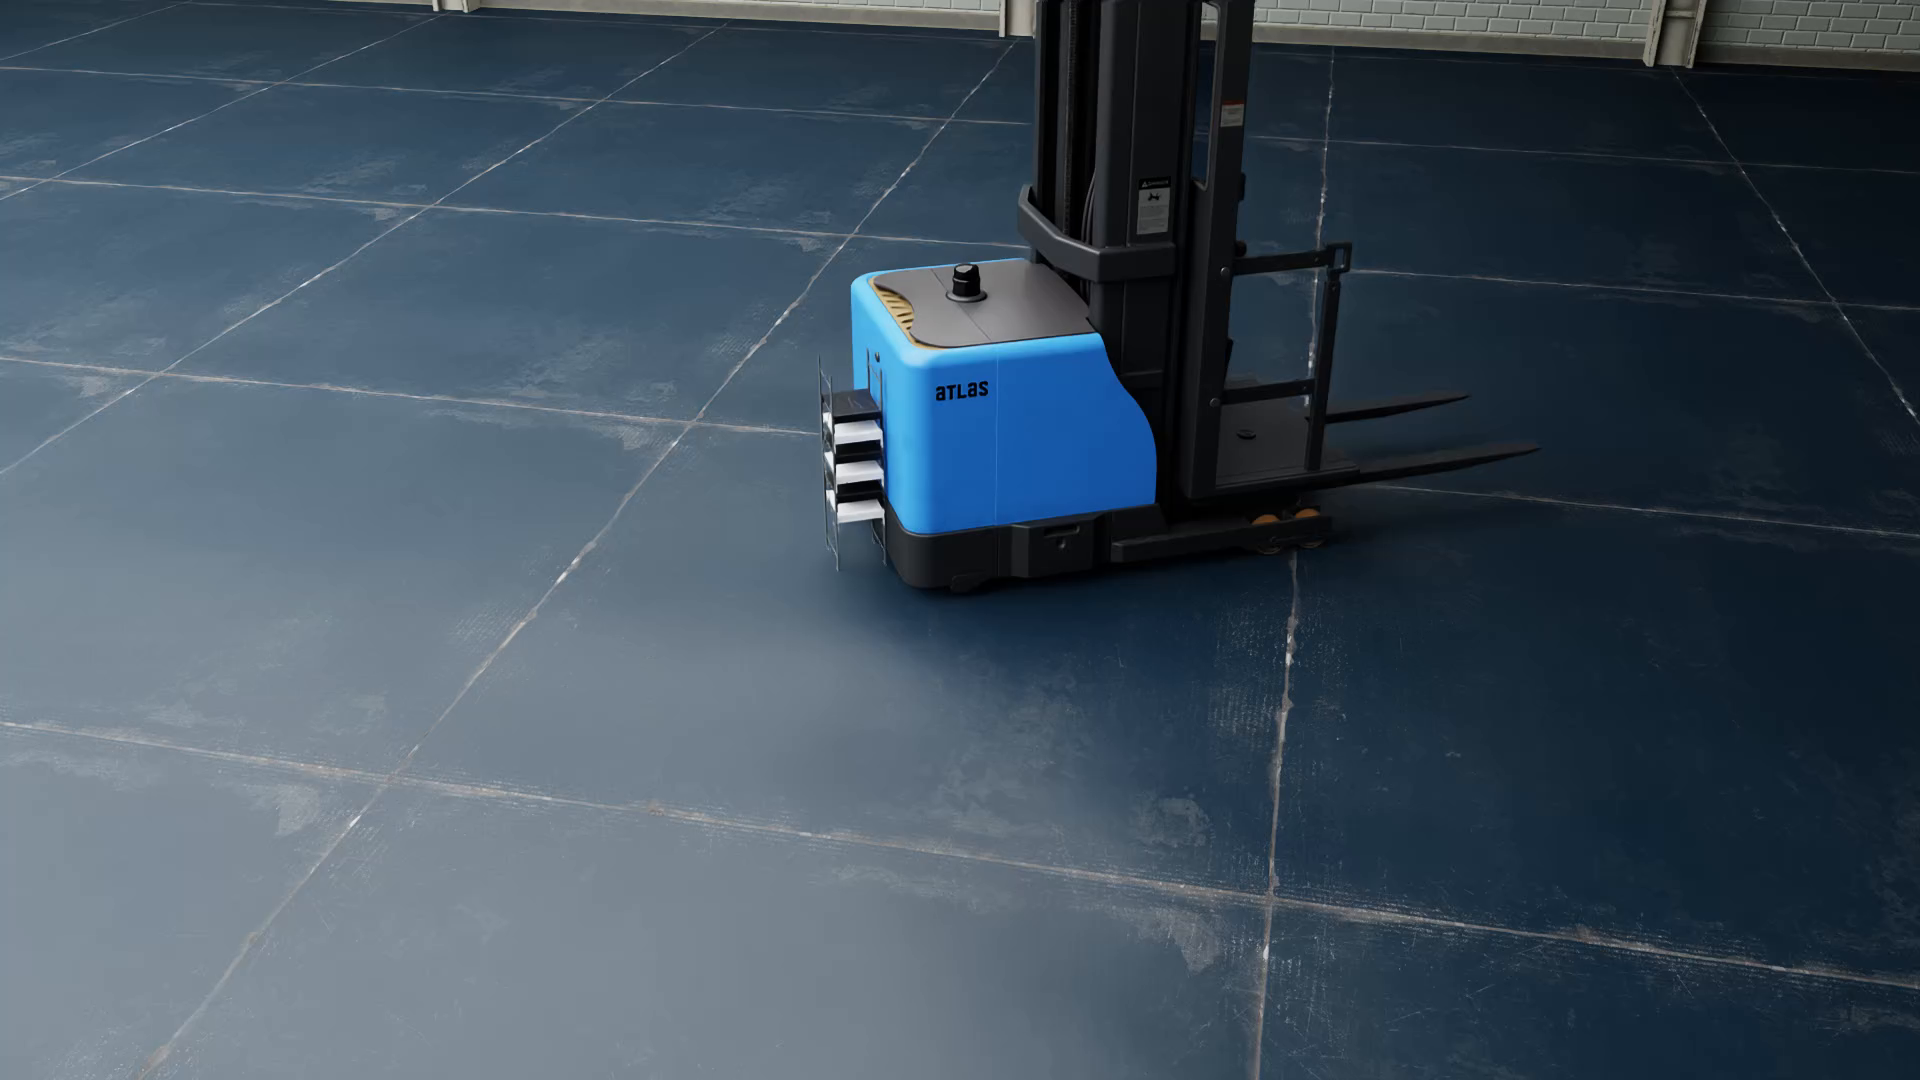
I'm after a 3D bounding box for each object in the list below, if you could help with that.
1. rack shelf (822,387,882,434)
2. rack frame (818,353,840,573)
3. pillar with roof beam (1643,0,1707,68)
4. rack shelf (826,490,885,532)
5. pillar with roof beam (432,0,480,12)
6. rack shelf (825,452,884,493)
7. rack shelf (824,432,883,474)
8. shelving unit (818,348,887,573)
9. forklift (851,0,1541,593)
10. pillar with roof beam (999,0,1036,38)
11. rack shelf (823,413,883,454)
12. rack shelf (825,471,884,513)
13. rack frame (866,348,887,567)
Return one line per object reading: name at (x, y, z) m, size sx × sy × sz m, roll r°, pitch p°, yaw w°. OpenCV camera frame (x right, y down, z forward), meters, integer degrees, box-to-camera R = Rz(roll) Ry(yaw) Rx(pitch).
rack shelf at (-0.444, -0.532, 6.791) m, size 0.200 × 0.077 × 0.258 m, roll -8°, pitch 30°, yaw -14°
rack frame at (-0.542, -0.310, 6.880) m, size 0.006 × 0.900 × 0.240 m, roll -8°, pitch 30°, yaw -14°
pillar with roof beam at (5.575, -6.287, 9.364) m, size 0.400 × 9.000 × 9.100 m, roll 6°, pitch 29°, yaw 11°
rack shelf at (-0.444, -0.137, 7.007) m, size 0.200 × 0.077 × 0.258 m, roll -8°, pitch 30°, yaw -14°
pillar with roof beam at (-6.160, -7.491, 11.562) m, size 0.400 × 9.000 × 9.100 m, roll 6°, pitch 29°, yaw 11°
rack shelf at (-0.444, -0.295, 6.921) m, size 0.200 × 0.077 × 0.258 m, roll -8°, pitch 30°, yaw -14°
rack shelf at (-0.444, -0.374, 6.877) m, size 0.200 × 0.077 × 0.258 m, roll -8°, pitch 30°, yaw -14°
shelving unit at (-0.444, -0.324, 6.905) m, size 0.210 × 0.900 × 0.258 m, roll -8°, pitch 30°, yaw -14°
forklift at (1.098, -1.460, 6.864) m, size 3.031 × 2.935 × 1.130 m, roll -8°, pitch 30°, yaw -14°
pillar with roof beam at (-0.292, -6.889, 10.463) m, size 0.400 × 9.000 × 9.100 m, roll 6°, pitch 29°, yaw 11°
rack shelf at (-0.444, -0.453, 6.834) m, size 0.200 × 0.077 × 0.258 m, roll -8°, pitch 30°, yaw -14°
rack shelf at (-0.444, -0.216, 6.964) m, size 0.200 × 0.077 × 0.258 m, roll -8°, pitch 30°, yaw -14°
rack frame at (-0.347, -0.338, 6.930) m, size 0.006 × 0.900 × 0.240 m, roll -8°, pitch 30°, yaw -14°
